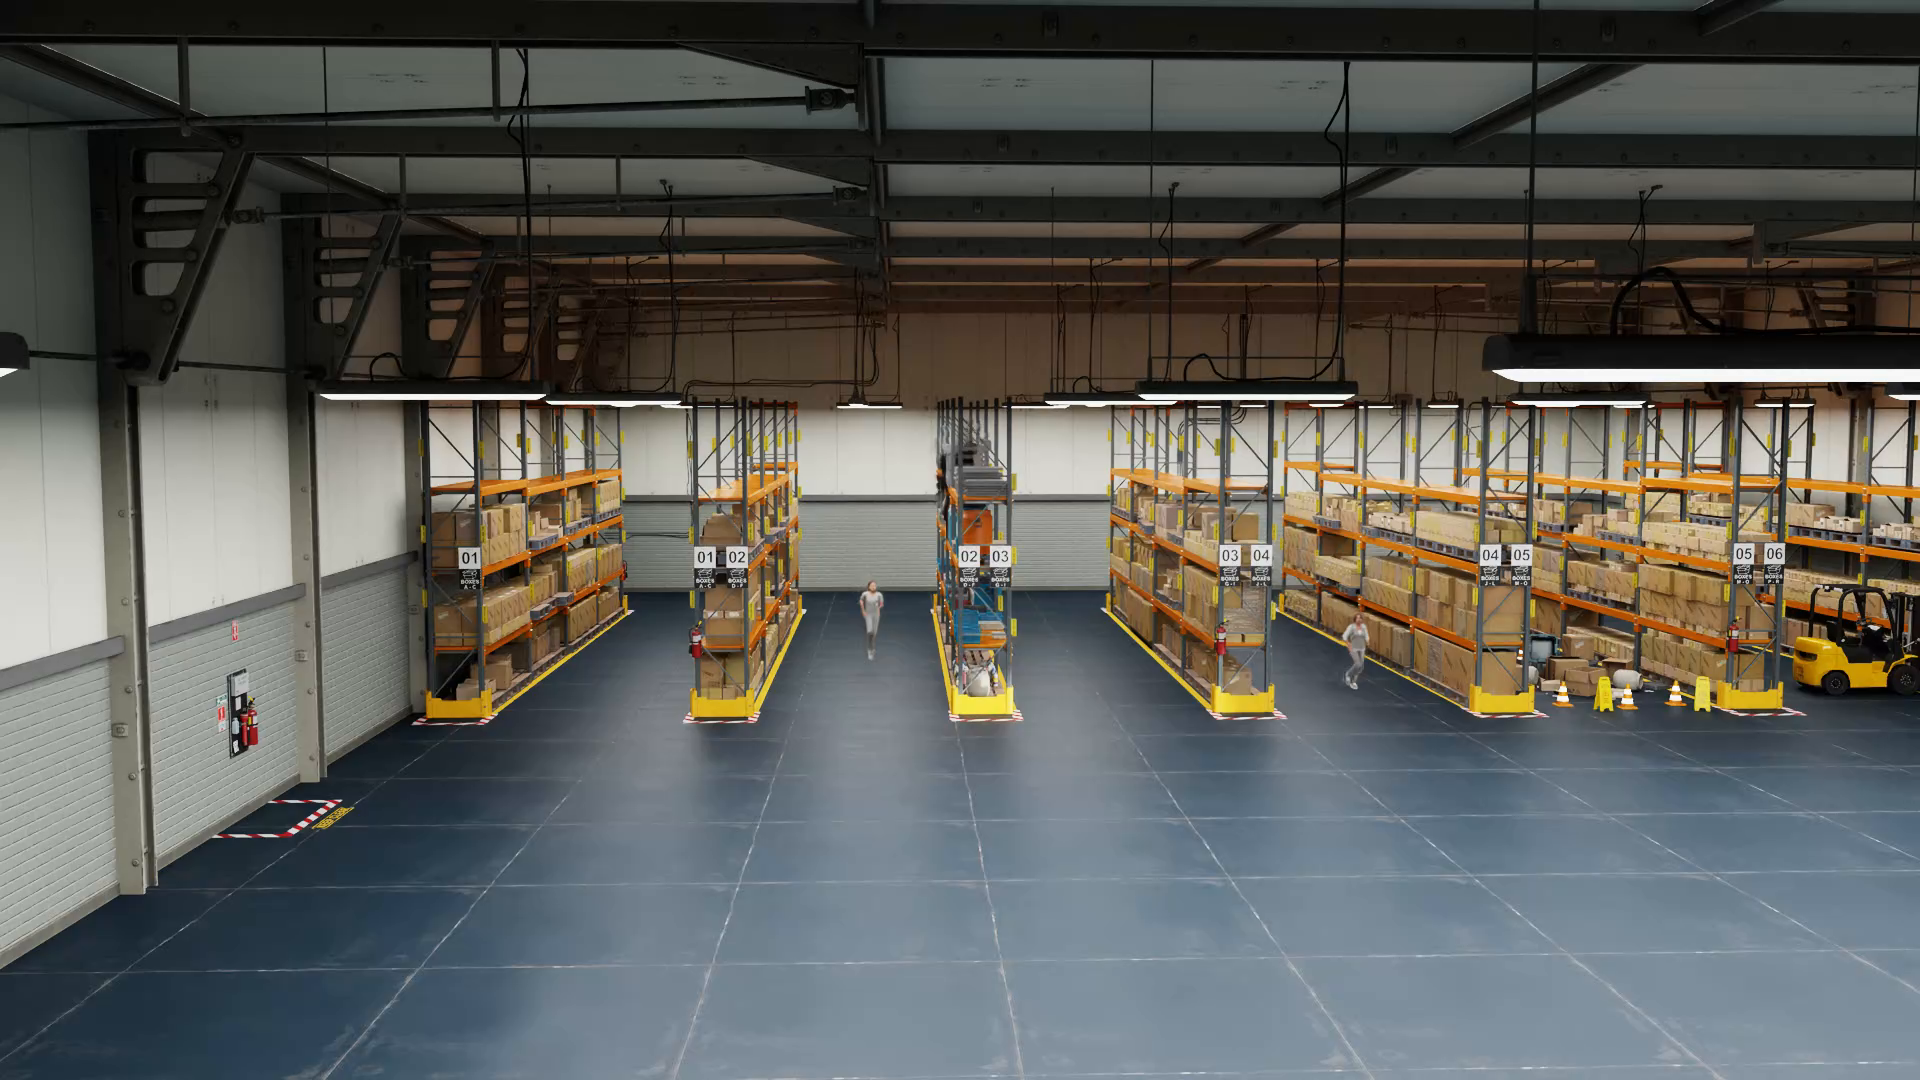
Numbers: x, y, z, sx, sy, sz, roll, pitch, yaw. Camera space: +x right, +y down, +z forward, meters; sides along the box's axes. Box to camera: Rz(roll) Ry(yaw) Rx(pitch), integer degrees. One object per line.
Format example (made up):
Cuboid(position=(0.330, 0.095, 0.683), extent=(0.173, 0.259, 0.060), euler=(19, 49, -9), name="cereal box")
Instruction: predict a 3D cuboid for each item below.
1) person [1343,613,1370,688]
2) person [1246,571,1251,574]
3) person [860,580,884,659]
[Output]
Cuboid(position=(8.220, 2.294, 34.310), extent=(0.521, 1.567, 0.541), euler=(-1, 5, -14), name="person")
Cuboid(position=(8.006, 1.355, 44.800), extent=(0.664, 1.808, 0.873), euler=(0, 4, 3), name="person")
Cuboid(position=(-1.954, 1.765, 37.160), extent=(0.484, 1.753, 0.803), euler=(-1, 5, -15), name="person")
